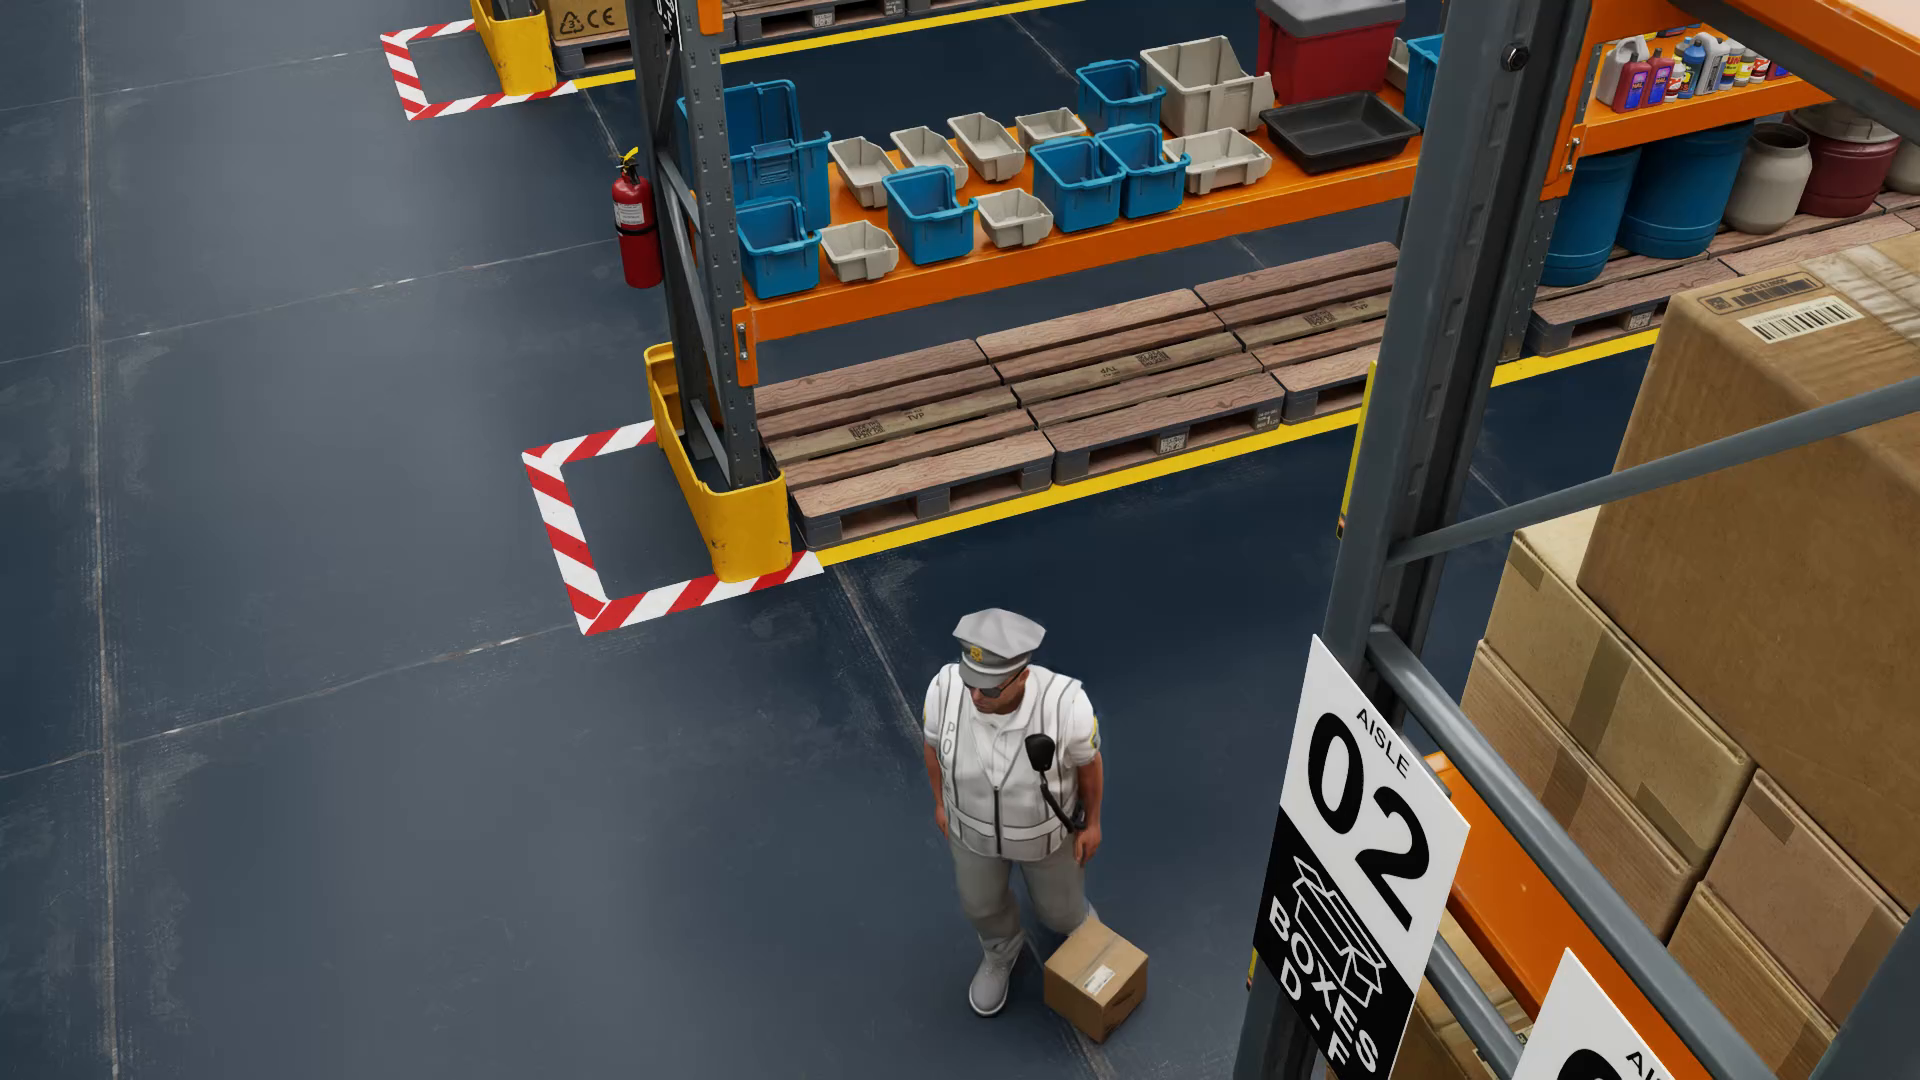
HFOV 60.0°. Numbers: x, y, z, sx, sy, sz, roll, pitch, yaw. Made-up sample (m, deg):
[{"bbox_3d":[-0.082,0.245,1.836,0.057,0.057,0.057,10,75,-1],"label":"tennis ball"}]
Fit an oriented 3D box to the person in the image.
[{"bbox_3d":[0.190,0.806,5.234,0.593,1.750,0.571,8,42,9],"label":"person"}]
